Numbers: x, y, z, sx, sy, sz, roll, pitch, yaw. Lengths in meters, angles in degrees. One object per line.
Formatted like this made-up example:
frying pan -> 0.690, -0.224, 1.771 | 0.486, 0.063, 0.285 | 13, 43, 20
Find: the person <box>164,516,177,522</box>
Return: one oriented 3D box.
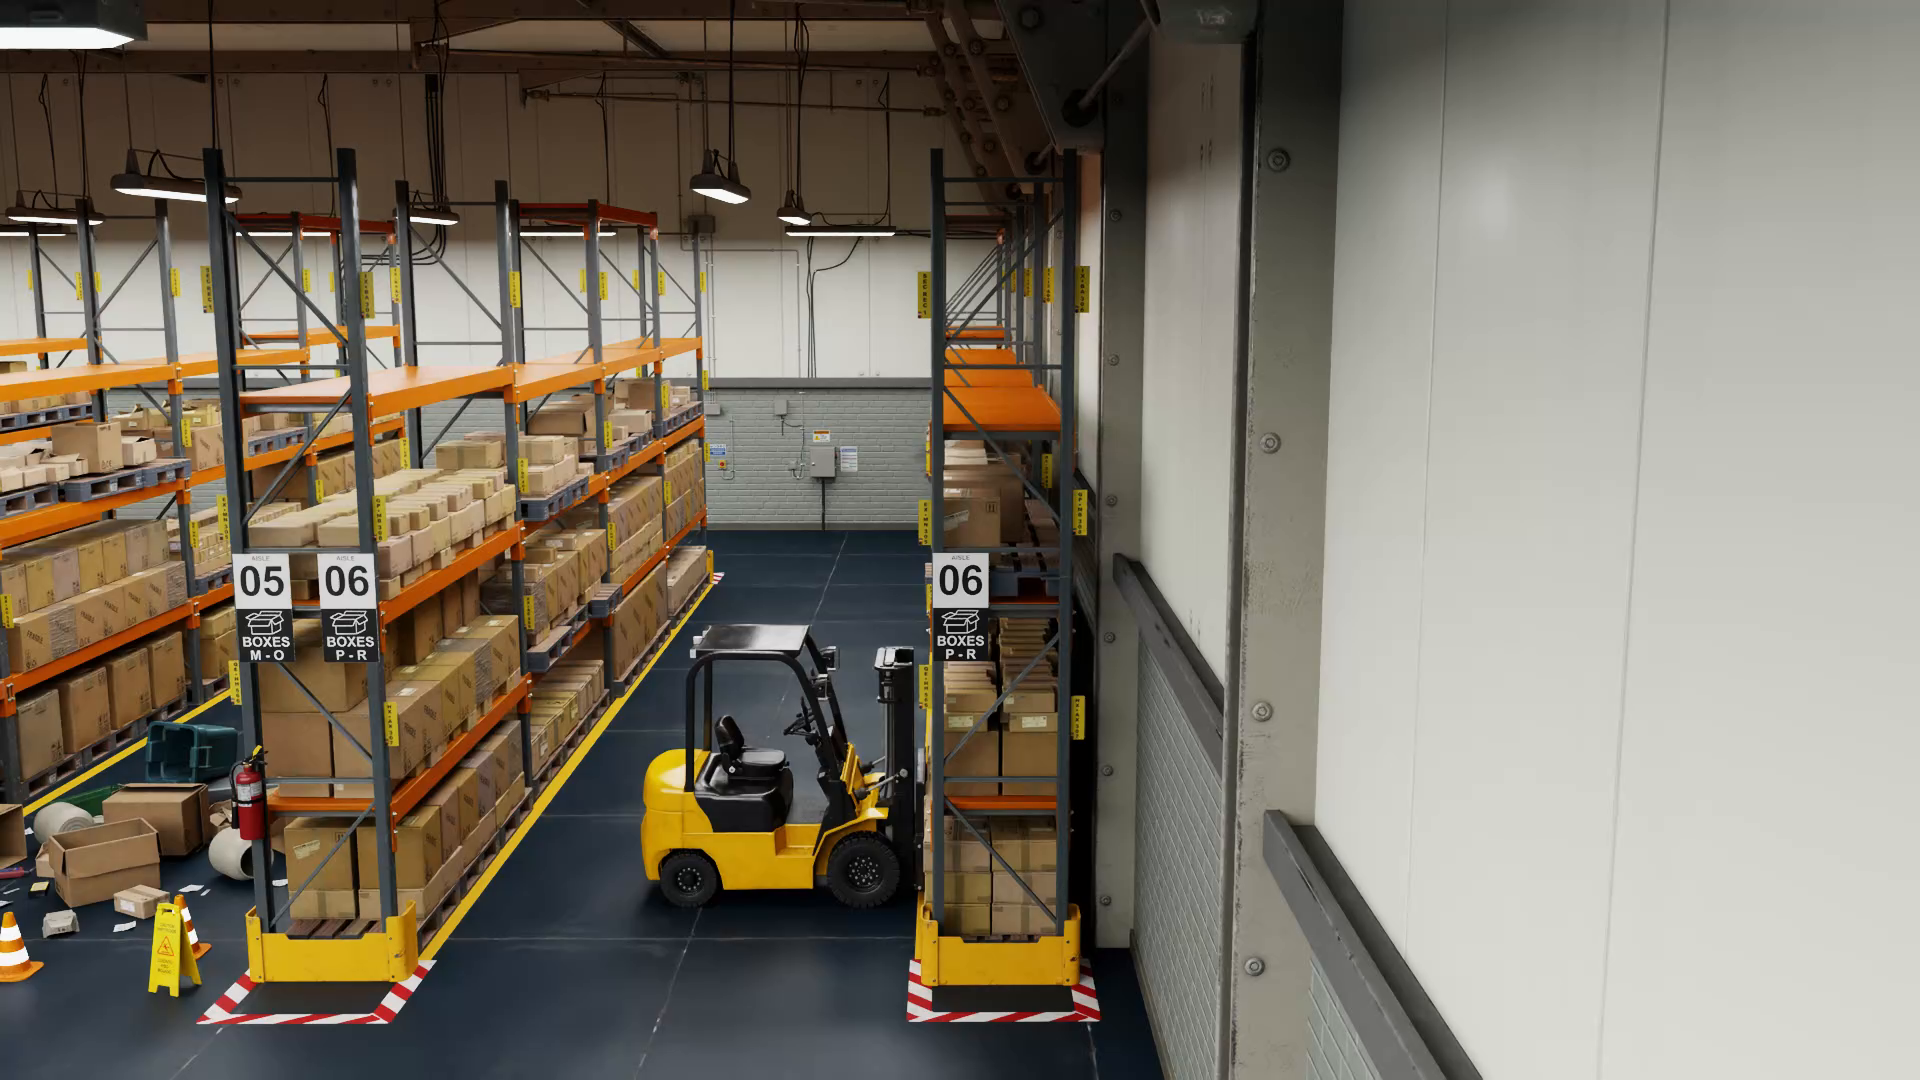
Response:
person -> -11.513, 0.529, 24.478 | 0.581, 1.442, 0.763 | 2, 9, 10
